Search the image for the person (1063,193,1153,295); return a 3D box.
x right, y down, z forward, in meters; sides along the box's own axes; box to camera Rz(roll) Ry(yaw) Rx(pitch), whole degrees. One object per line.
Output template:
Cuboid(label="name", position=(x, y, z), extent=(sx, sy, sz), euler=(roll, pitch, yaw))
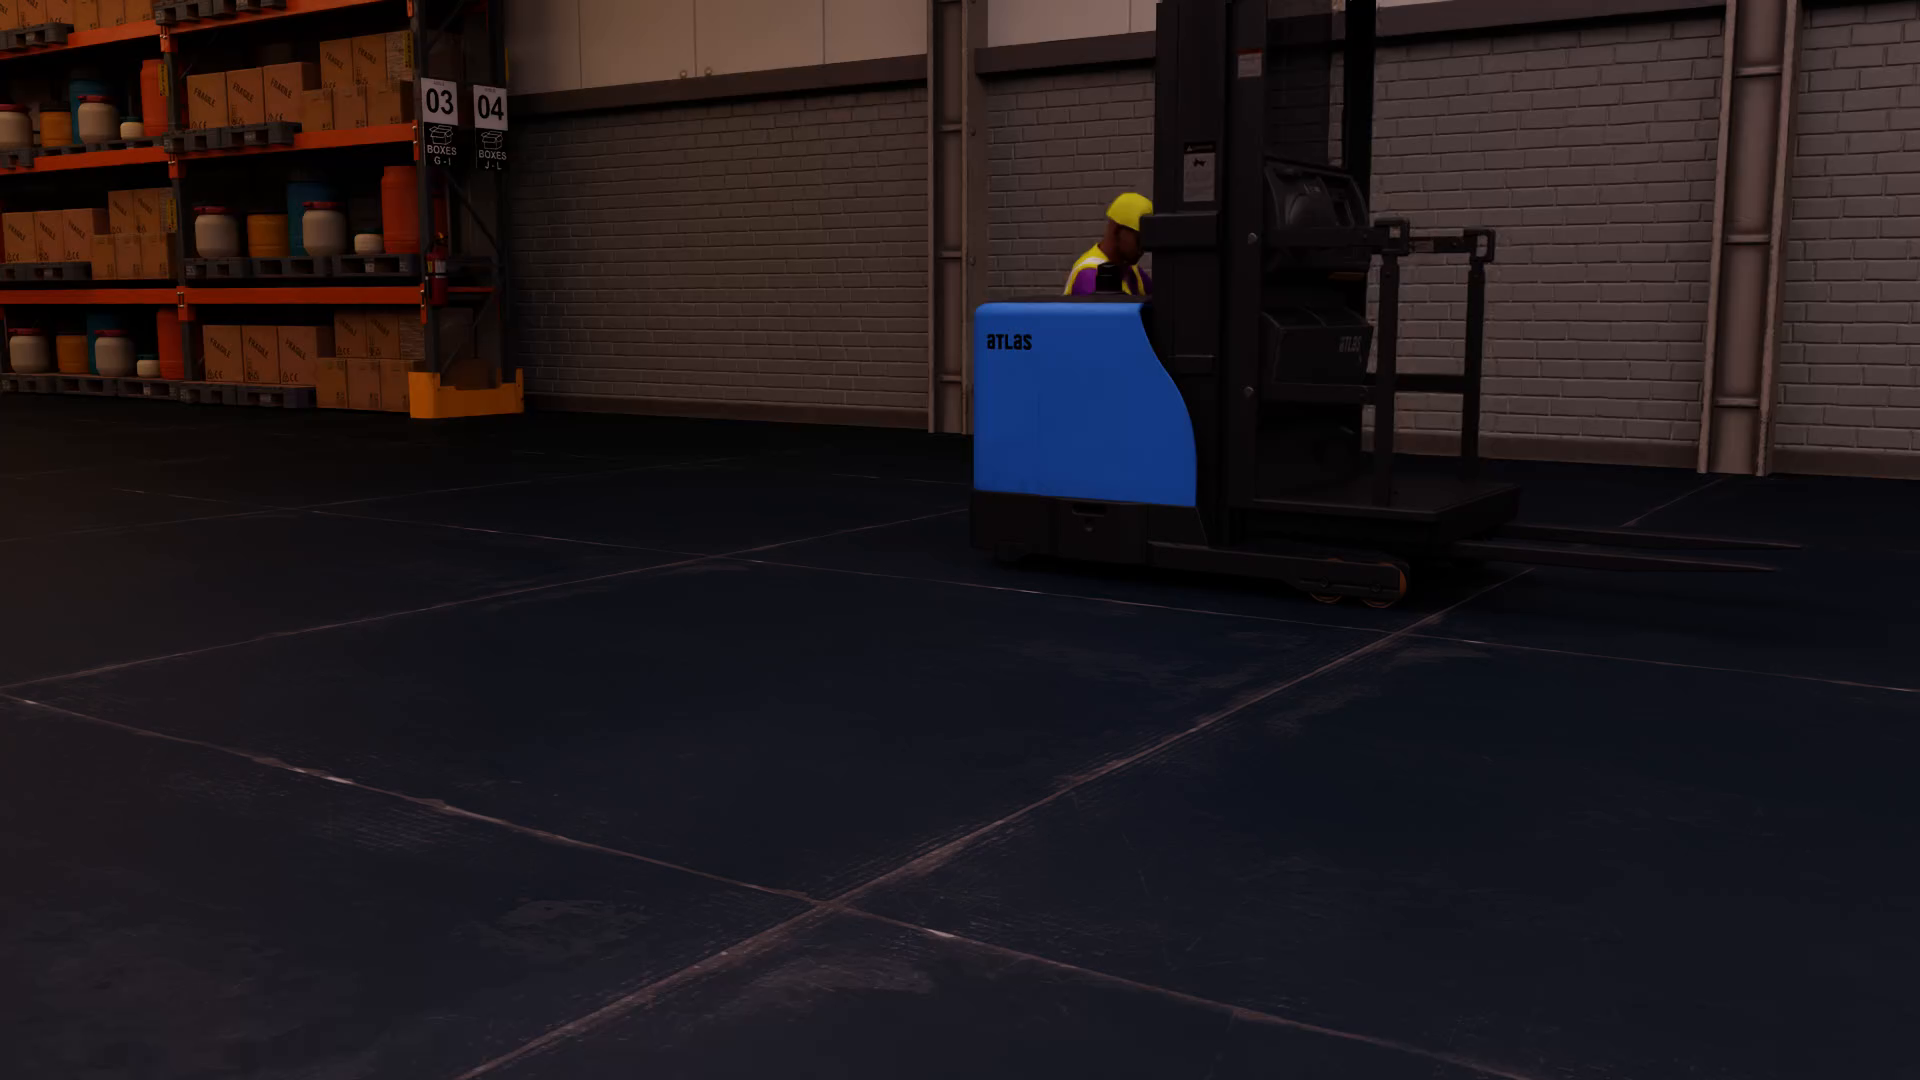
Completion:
Cuboid(label="person", position=(0.836, -0.776, 7.449), extent=(0.730, 1.522, 0.997), euler=(5, 9, 29))

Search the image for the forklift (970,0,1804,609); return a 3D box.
Cuboid(label="forklift", position=(1.547, -1.292, 6.276), extent=(3.031, 2.935, 1.130), euler=(5, 10, 34))
